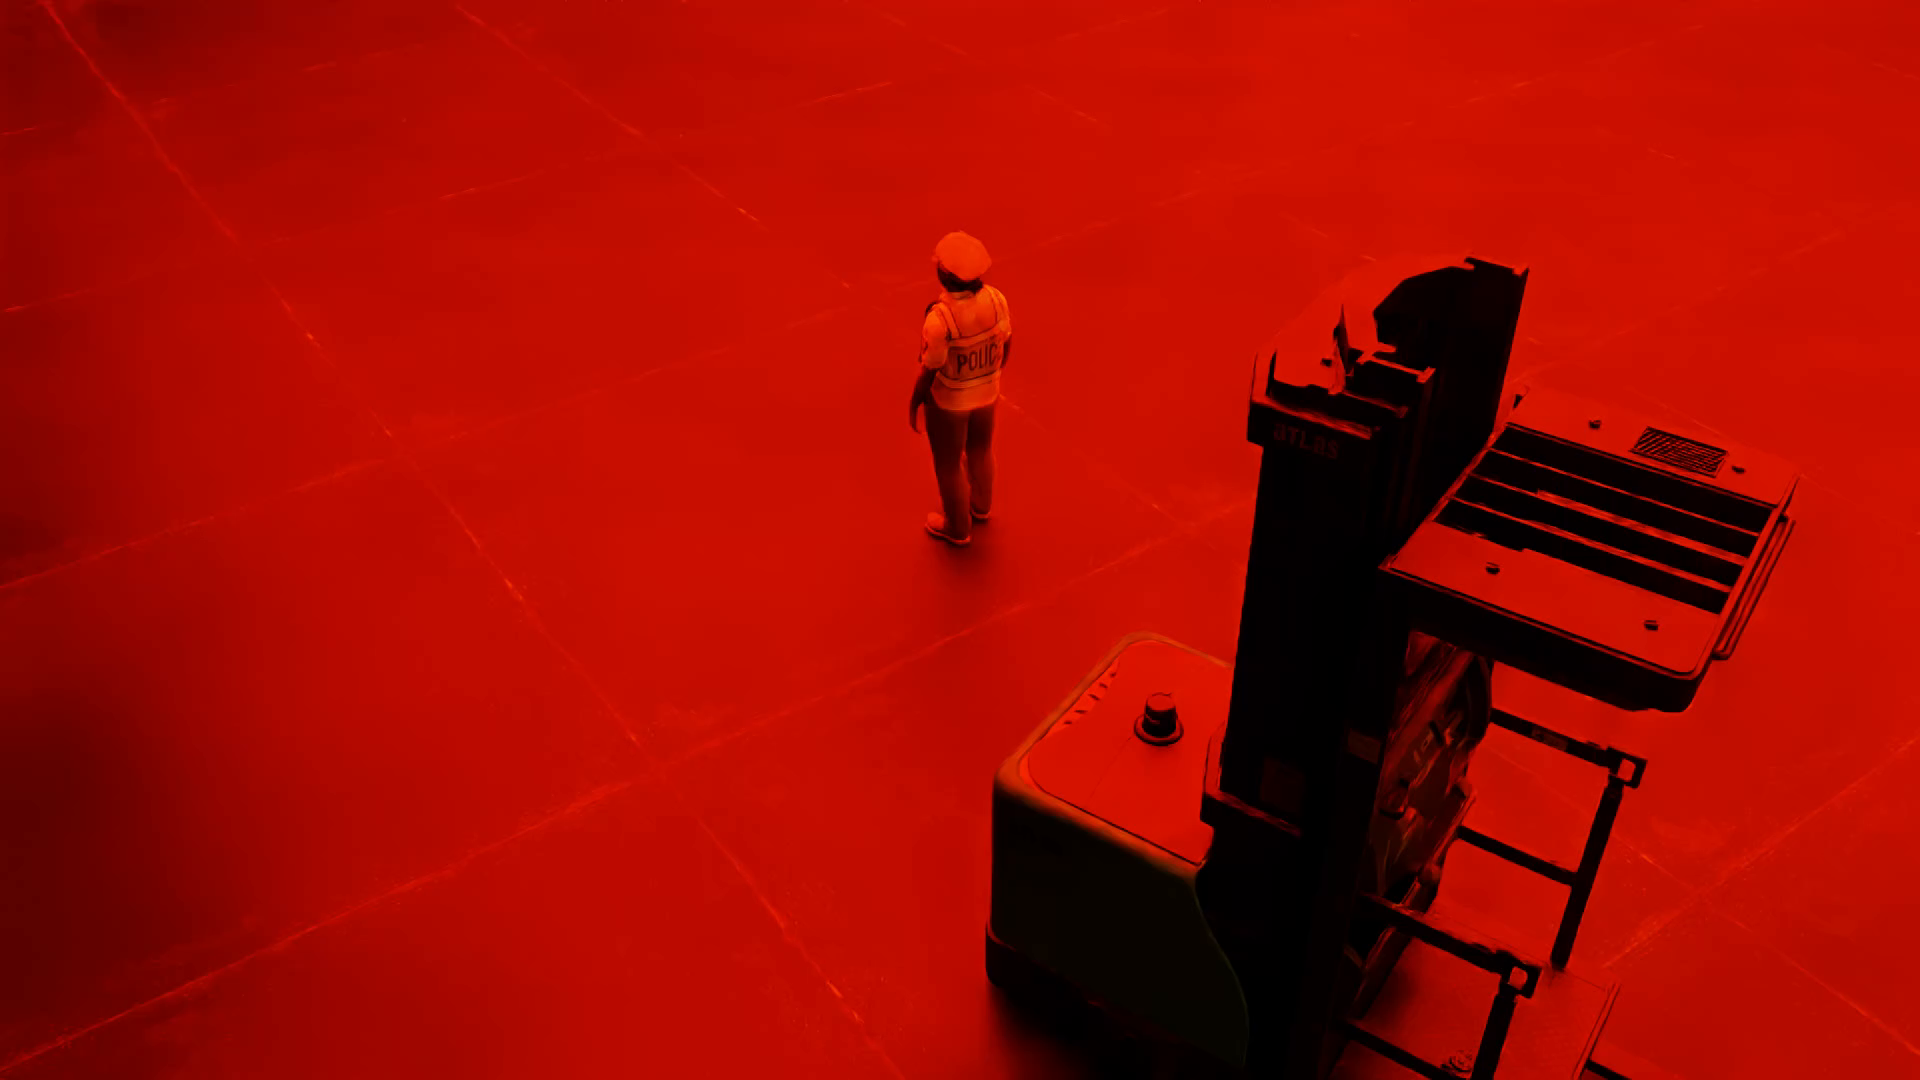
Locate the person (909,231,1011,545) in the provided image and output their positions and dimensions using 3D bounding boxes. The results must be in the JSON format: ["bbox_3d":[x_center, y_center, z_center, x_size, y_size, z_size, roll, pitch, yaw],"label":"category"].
[{"bbox_3d":[-0.027,-0.731,7.960,0.570,1.695,0.529,-23,42,-28],"label":"person"}]

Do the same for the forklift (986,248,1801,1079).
[{"bbox_3d":[1.597,0.731,4.956,3.031,2.935,1.130,22,42,27],"label":"forklift"}]
